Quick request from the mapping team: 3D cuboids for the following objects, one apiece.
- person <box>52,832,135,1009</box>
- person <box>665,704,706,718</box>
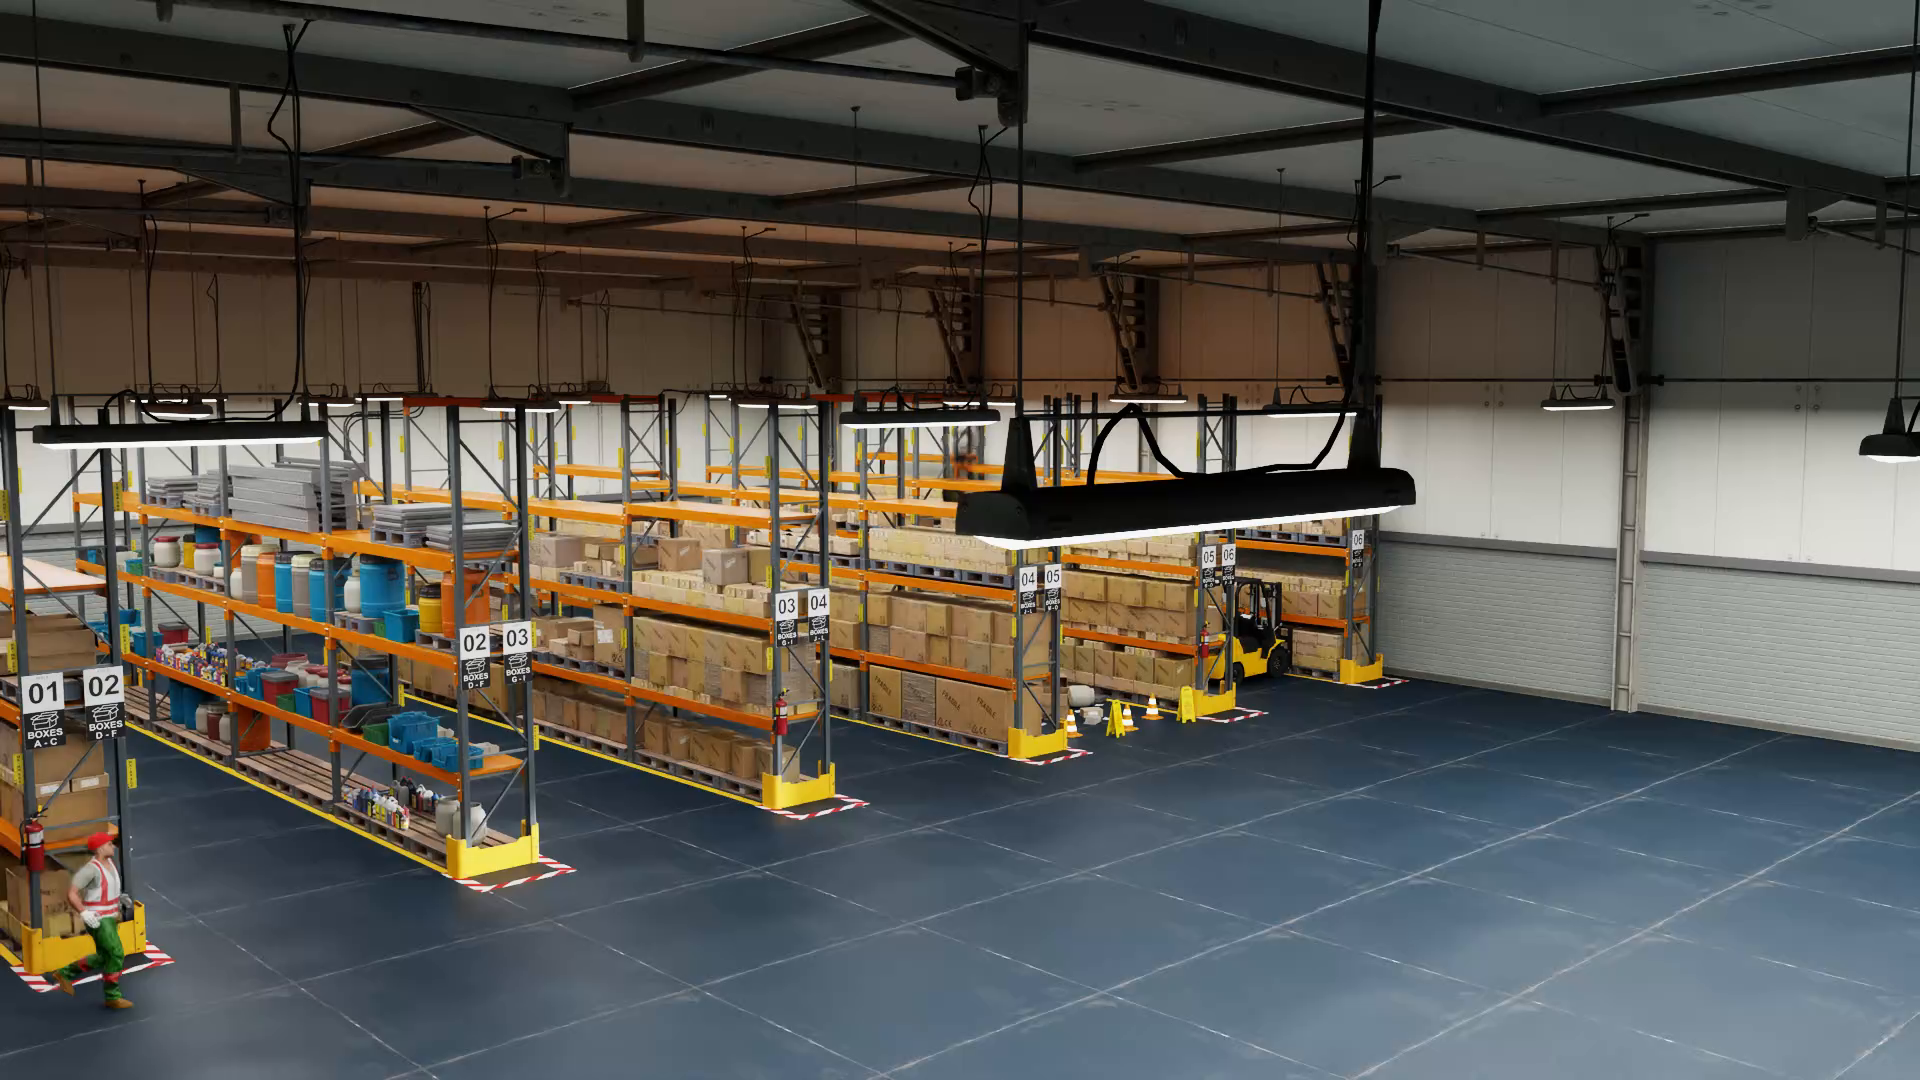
[{"bbox_3d":[-8.775,3.853,16.869,0.820,1.776,0.699,0,6,-5],"label":"person"},{"bbox_3d":[-5.155,2.416,31.094,0.943,1.767,0.663,3,6,30],"label":"person"}]
